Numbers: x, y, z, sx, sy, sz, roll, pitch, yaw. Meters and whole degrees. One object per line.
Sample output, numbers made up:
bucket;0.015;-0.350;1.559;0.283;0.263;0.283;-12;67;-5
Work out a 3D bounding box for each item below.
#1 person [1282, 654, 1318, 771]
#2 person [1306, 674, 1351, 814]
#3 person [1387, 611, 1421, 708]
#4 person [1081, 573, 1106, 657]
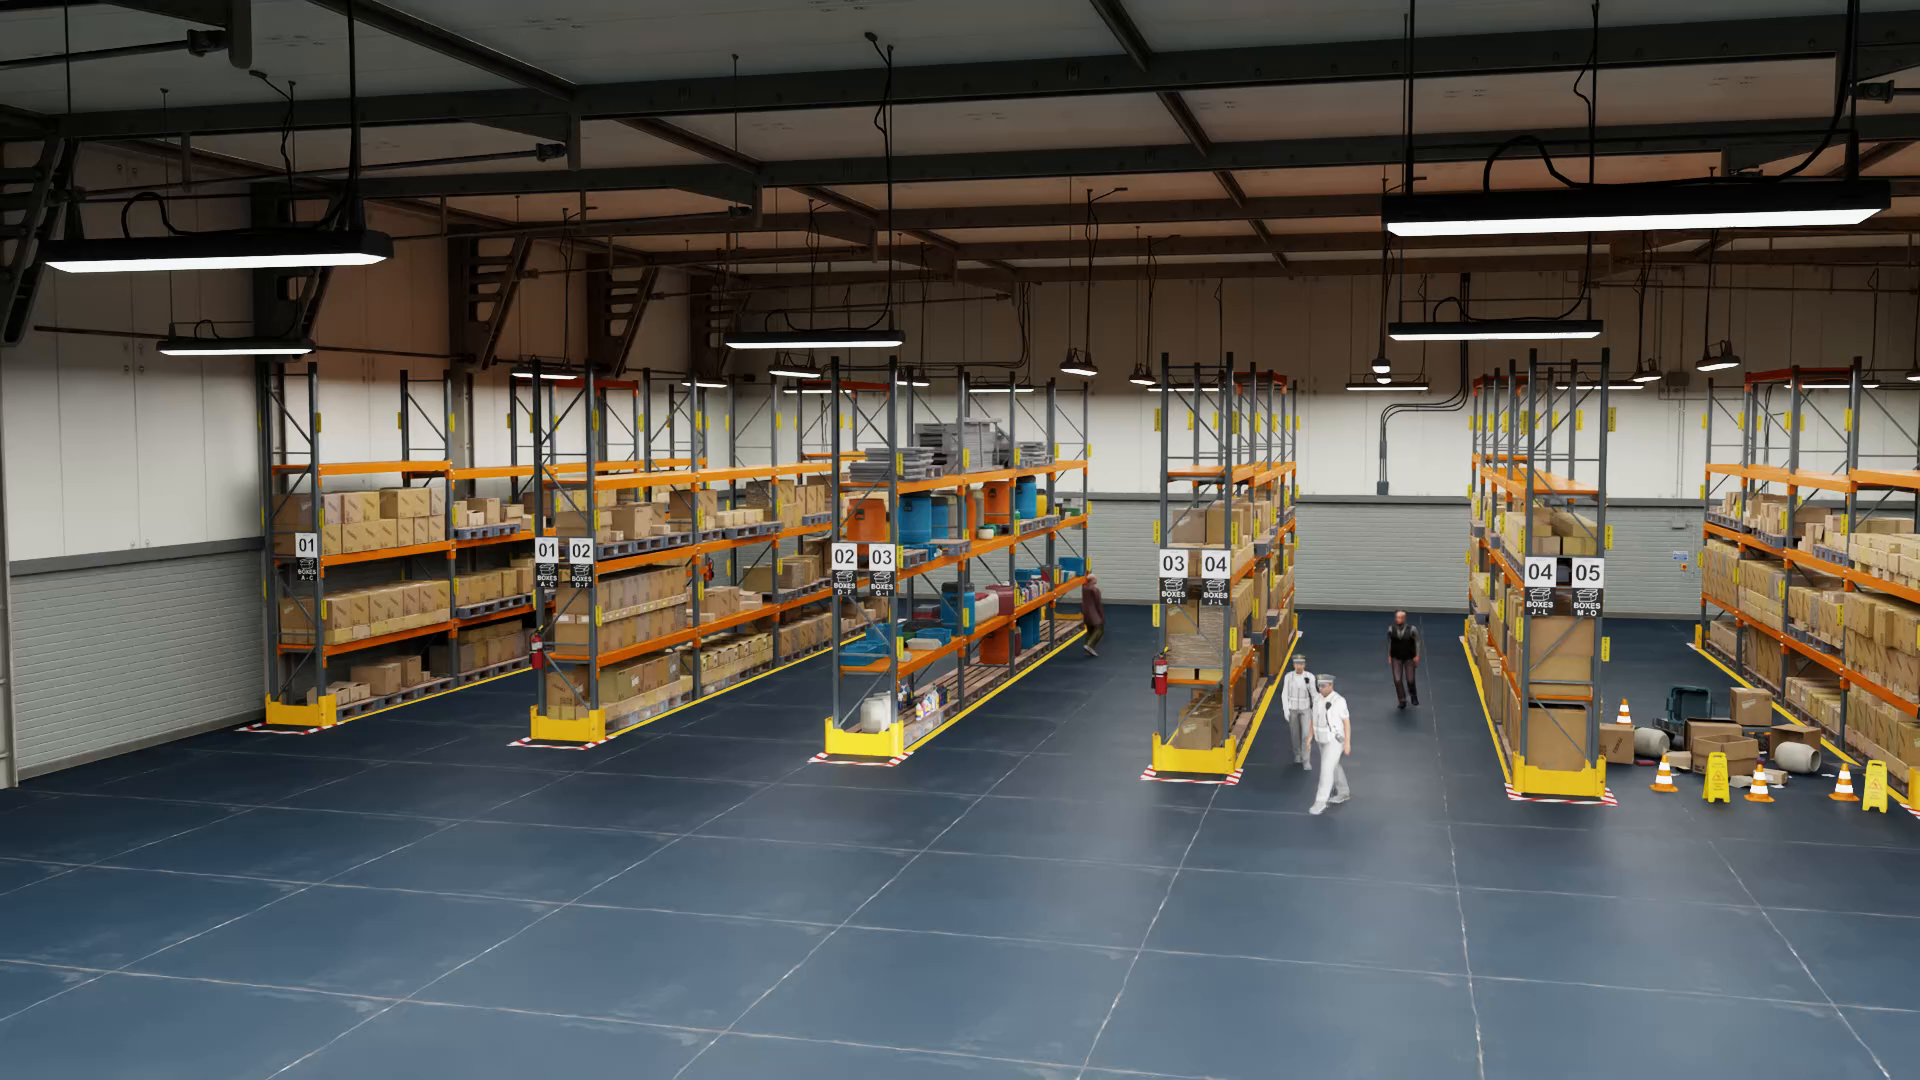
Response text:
person;4.916;2.464;24.078;0.523;1.636;0.923;1;4;19
person;4.777;2.612;21.640;0.863;1.731;0.580;-2;4;-24
person;7.824;2.096;29.312;0.612;1.703;0.498;2;4;25
person;2.803;1.607;35.590;0.595;1.785;0.695;-2;5;-27
